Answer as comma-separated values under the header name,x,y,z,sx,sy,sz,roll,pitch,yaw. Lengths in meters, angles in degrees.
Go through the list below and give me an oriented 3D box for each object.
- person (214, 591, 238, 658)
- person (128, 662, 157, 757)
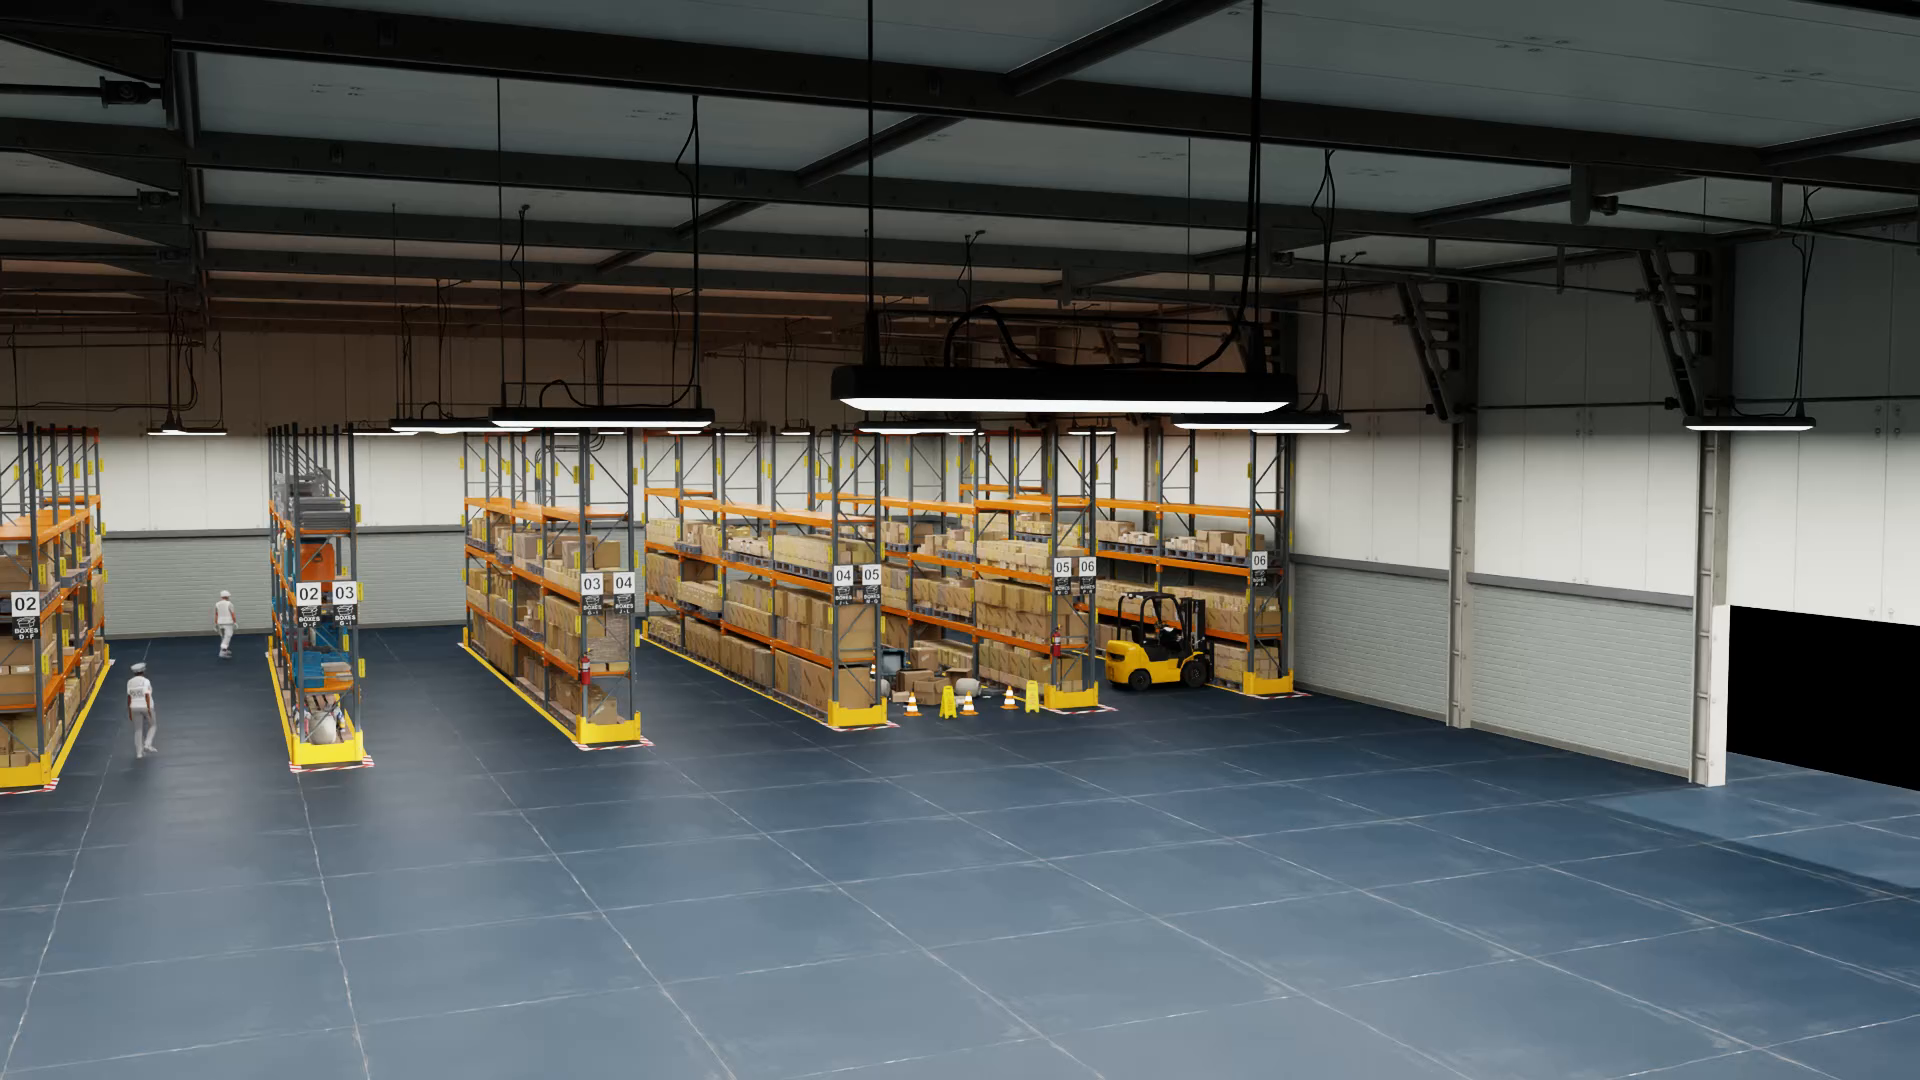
name,x,y,z,sx,sy,sz,roll,pitch,yaw
person,-19.100,2.202,43.306,0.588,1.768,0.865,1,4,13
person,-14.704,3.051,29.893,0.497,1.670,0.455,-1,4,-12
